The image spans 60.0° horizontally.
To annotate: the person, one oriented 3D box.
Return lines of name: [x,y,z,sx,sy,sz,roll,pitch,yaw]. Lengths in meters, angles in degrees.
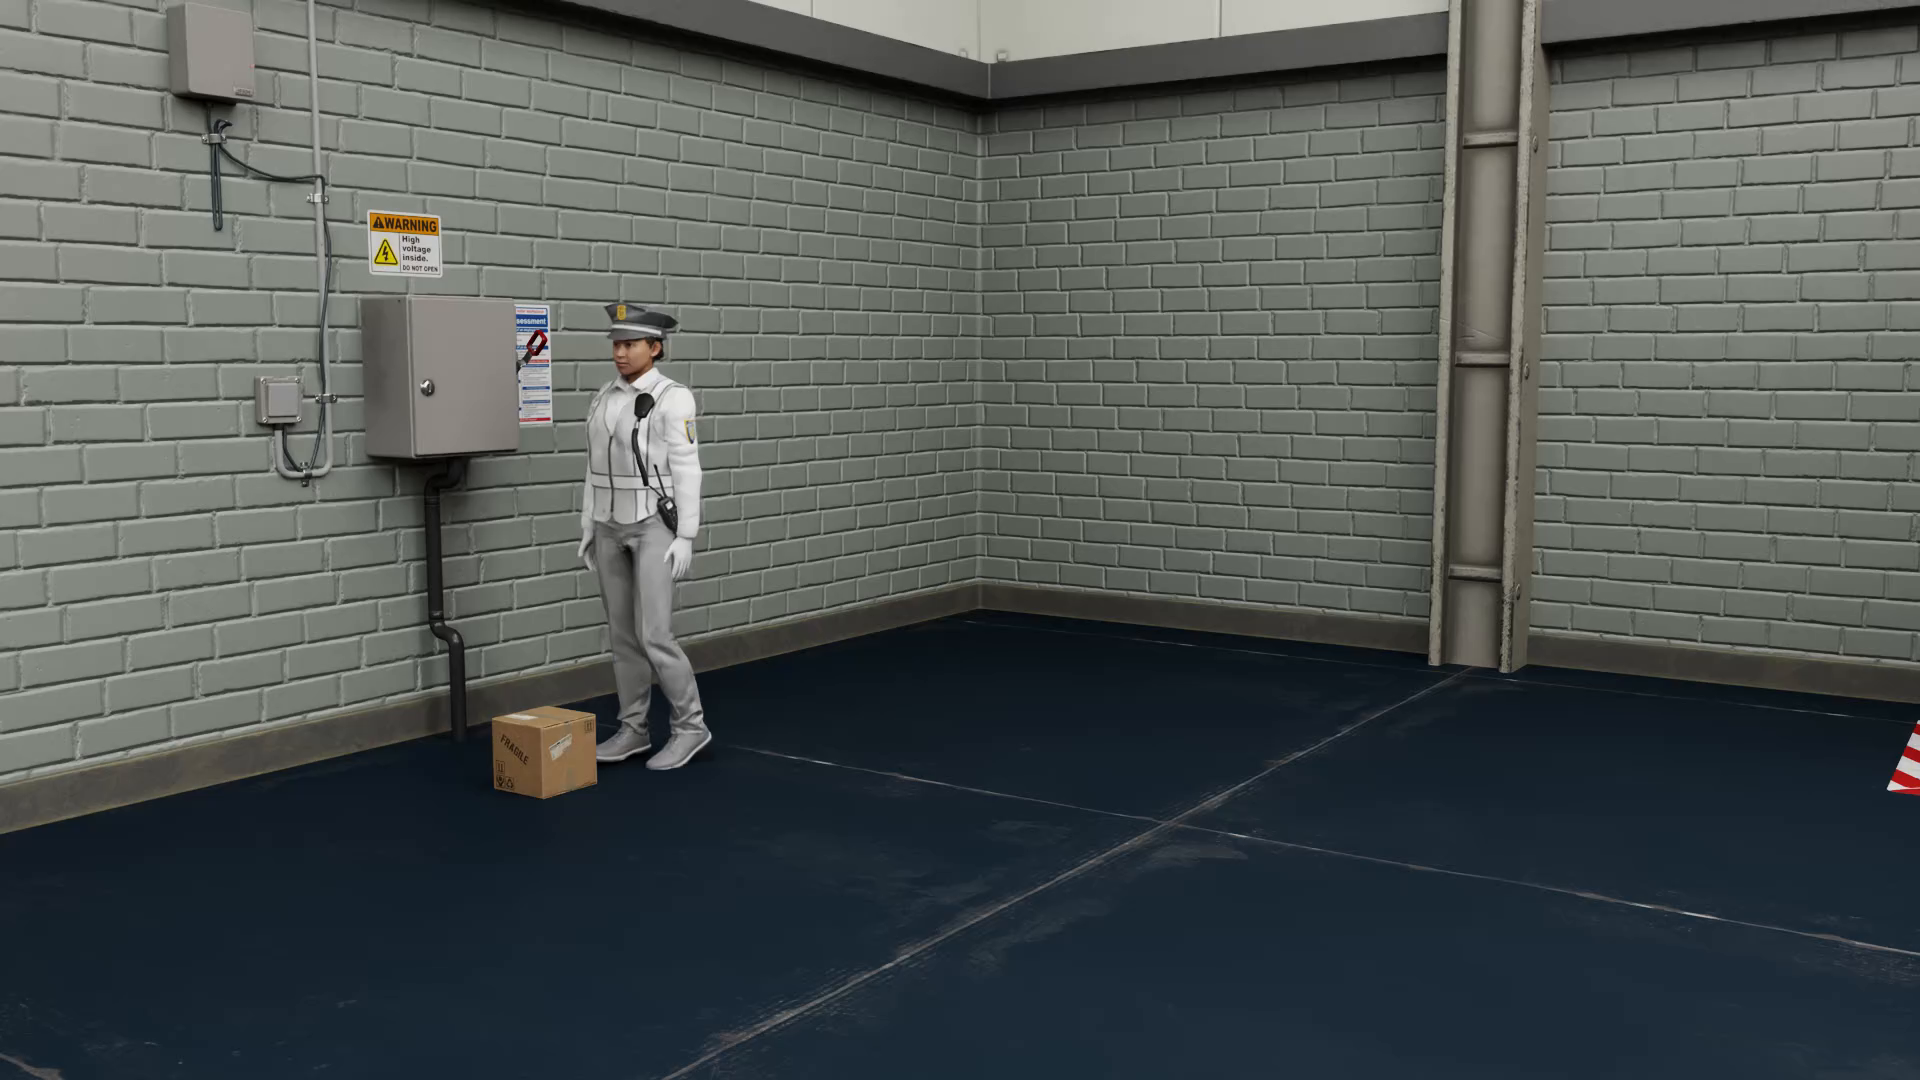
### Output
person: [-1.191,0.105,6.097,0.505,1.469,0.352,4,8,33]
